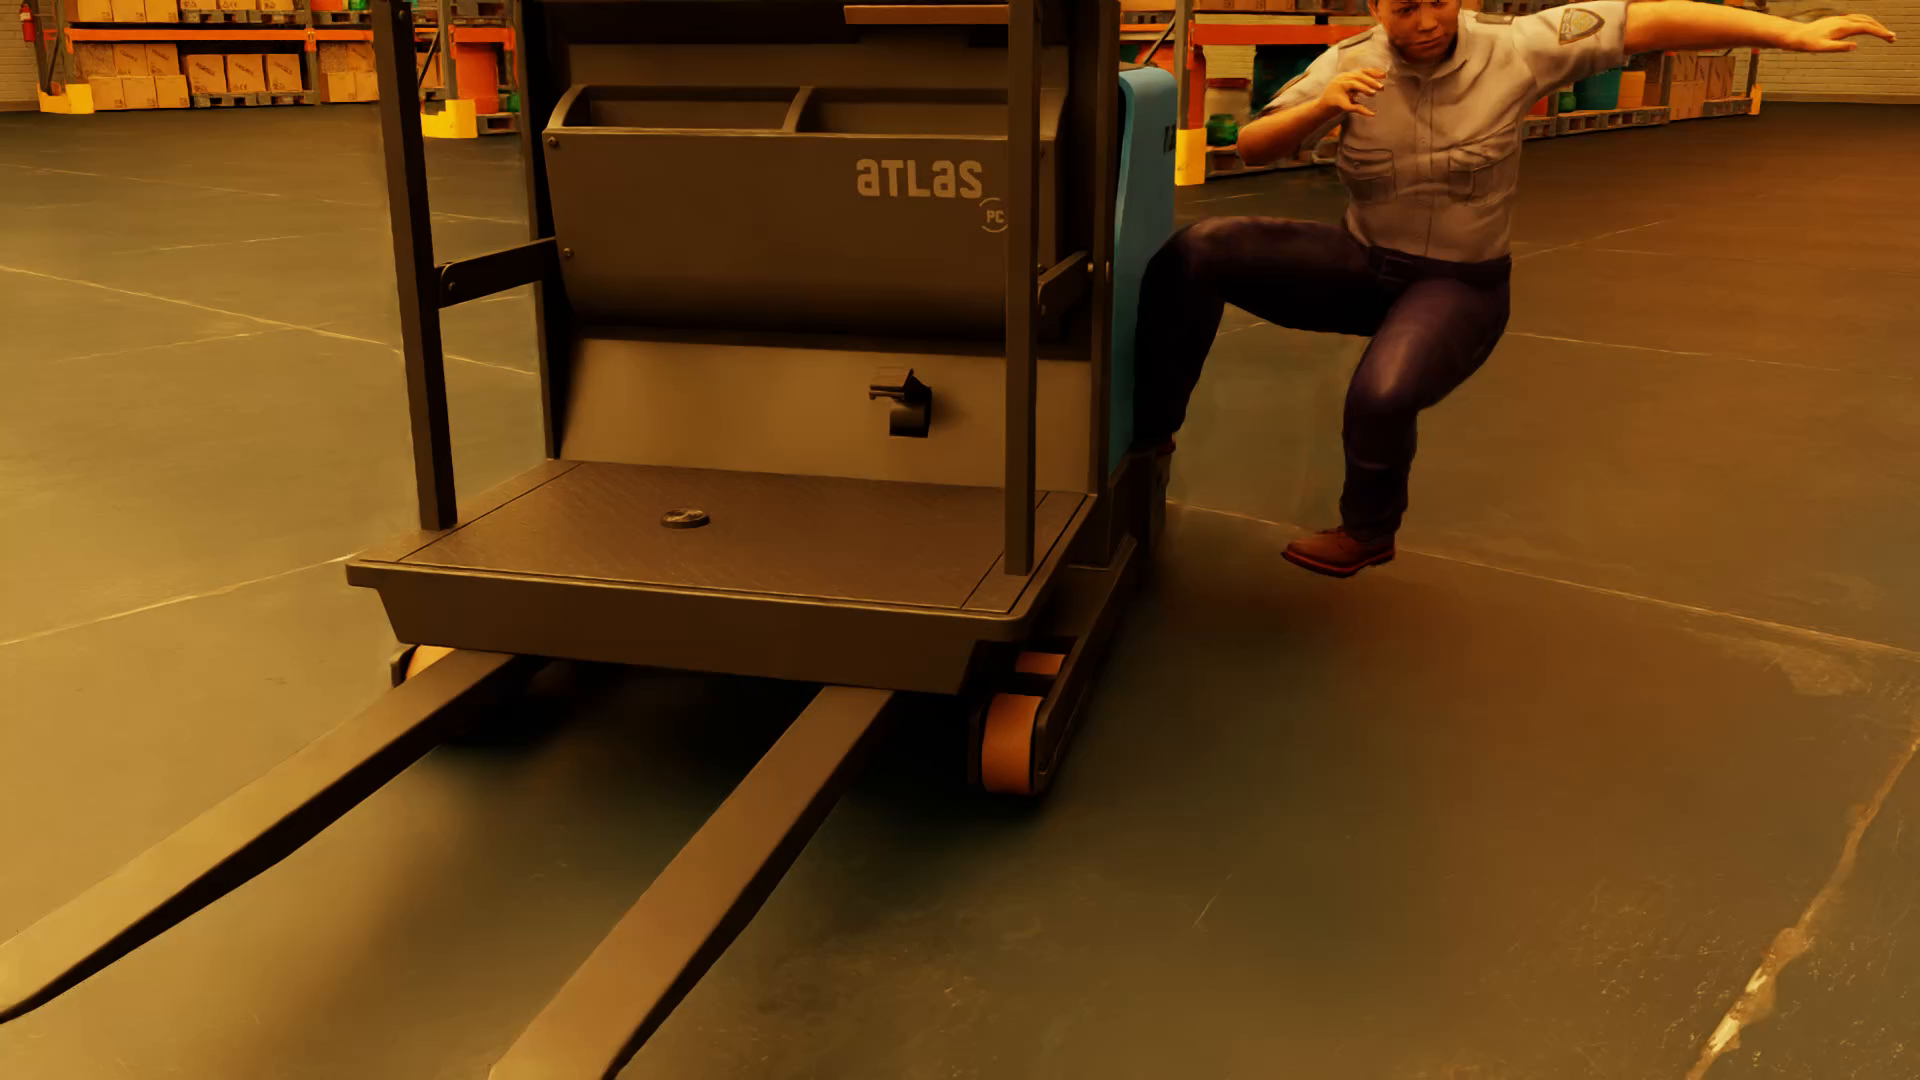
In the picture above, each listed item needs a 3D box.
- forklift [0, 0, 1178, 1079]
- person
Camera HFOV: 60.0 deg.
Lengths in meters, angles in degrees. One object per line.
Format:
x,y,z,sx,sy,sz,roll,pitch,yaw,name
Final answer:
-0.326,-1.120,2.585,1.130,2.935,3.031,4,17,13,forklift
0.920,-0.538,3.266,1.498,1.273,0.732,9,19,27,person
